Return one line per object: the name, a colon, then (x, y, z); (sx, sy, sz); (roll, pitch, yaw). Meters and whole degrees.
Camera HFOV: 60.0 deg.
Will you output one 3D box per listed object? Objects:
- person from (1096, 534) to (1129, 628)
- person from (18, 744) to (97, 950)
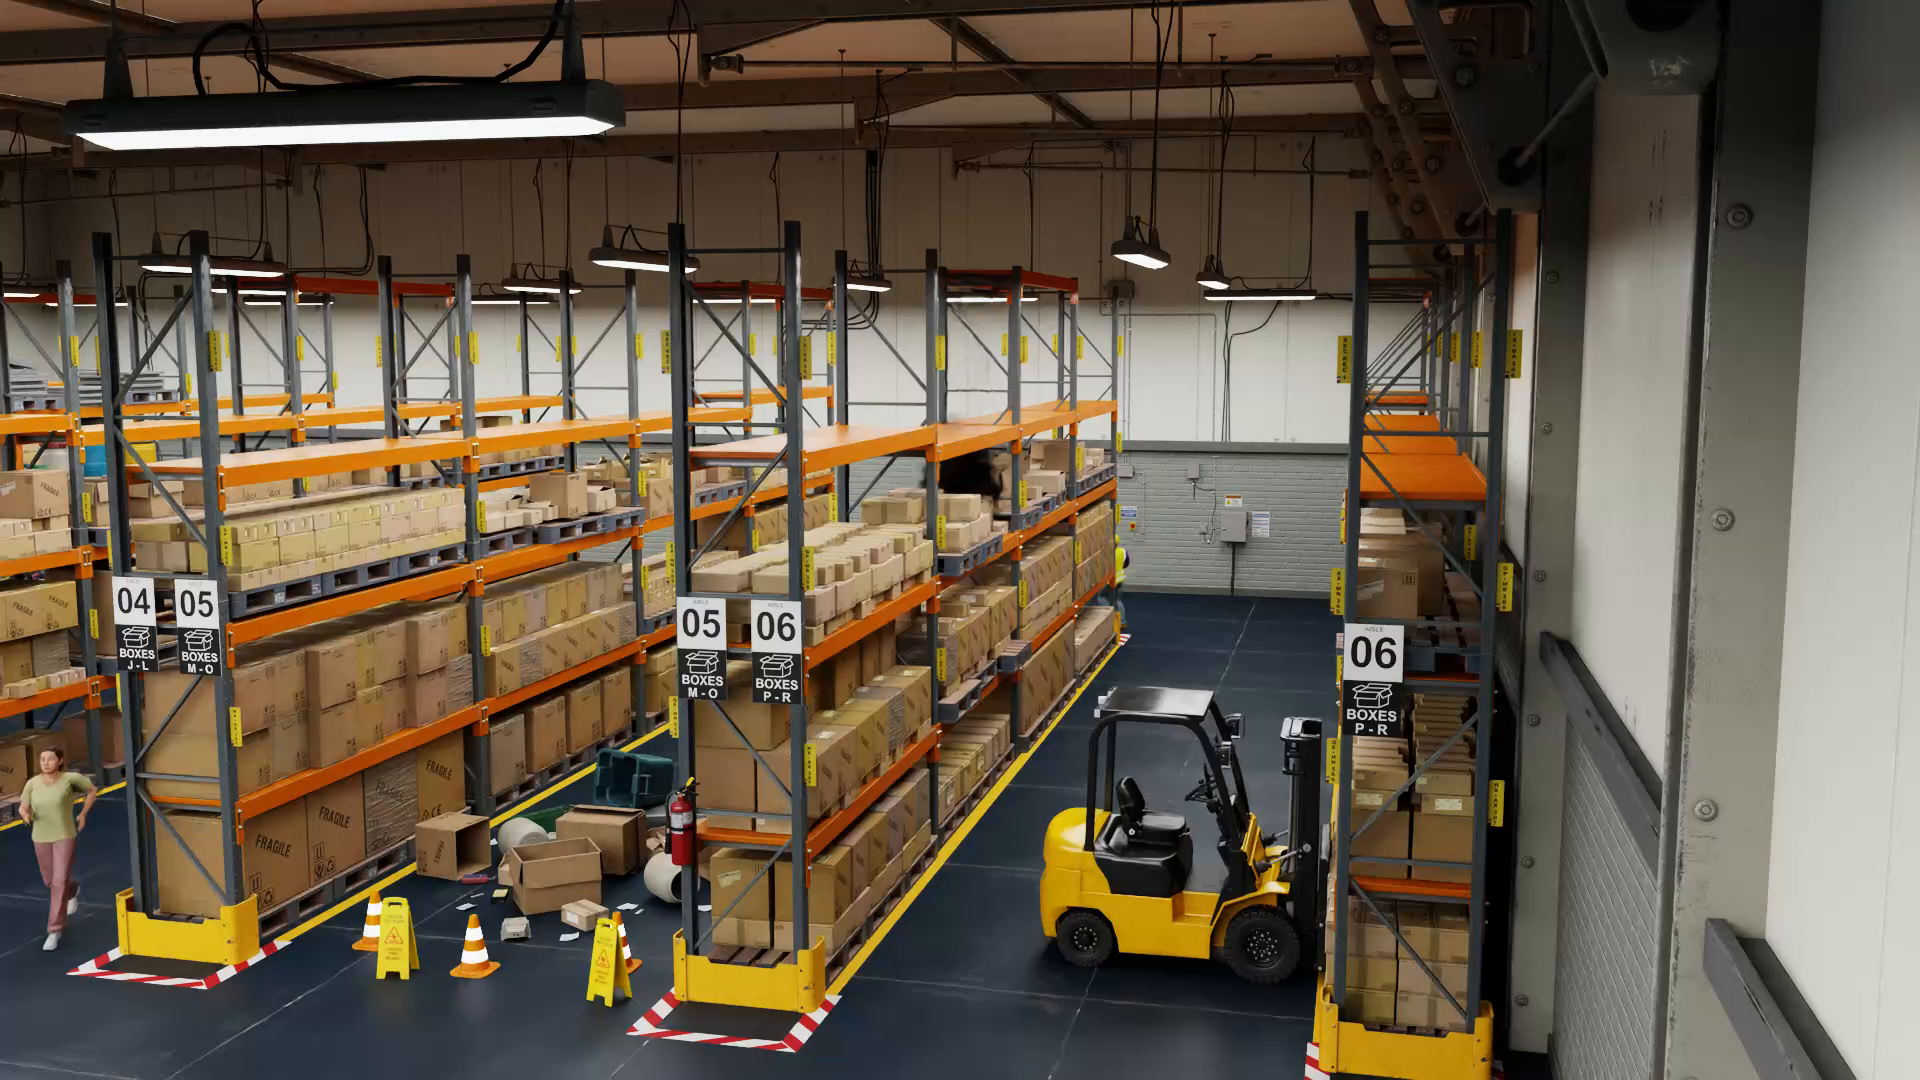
person: (2.664, 0.728, 29.538); (0.758, 1.749, 0.631); (-4, 8, -33)
person: (-7.792, 2.581, 14.336); (0.577, 1.667, 0.955); (-1, 7, -10)
